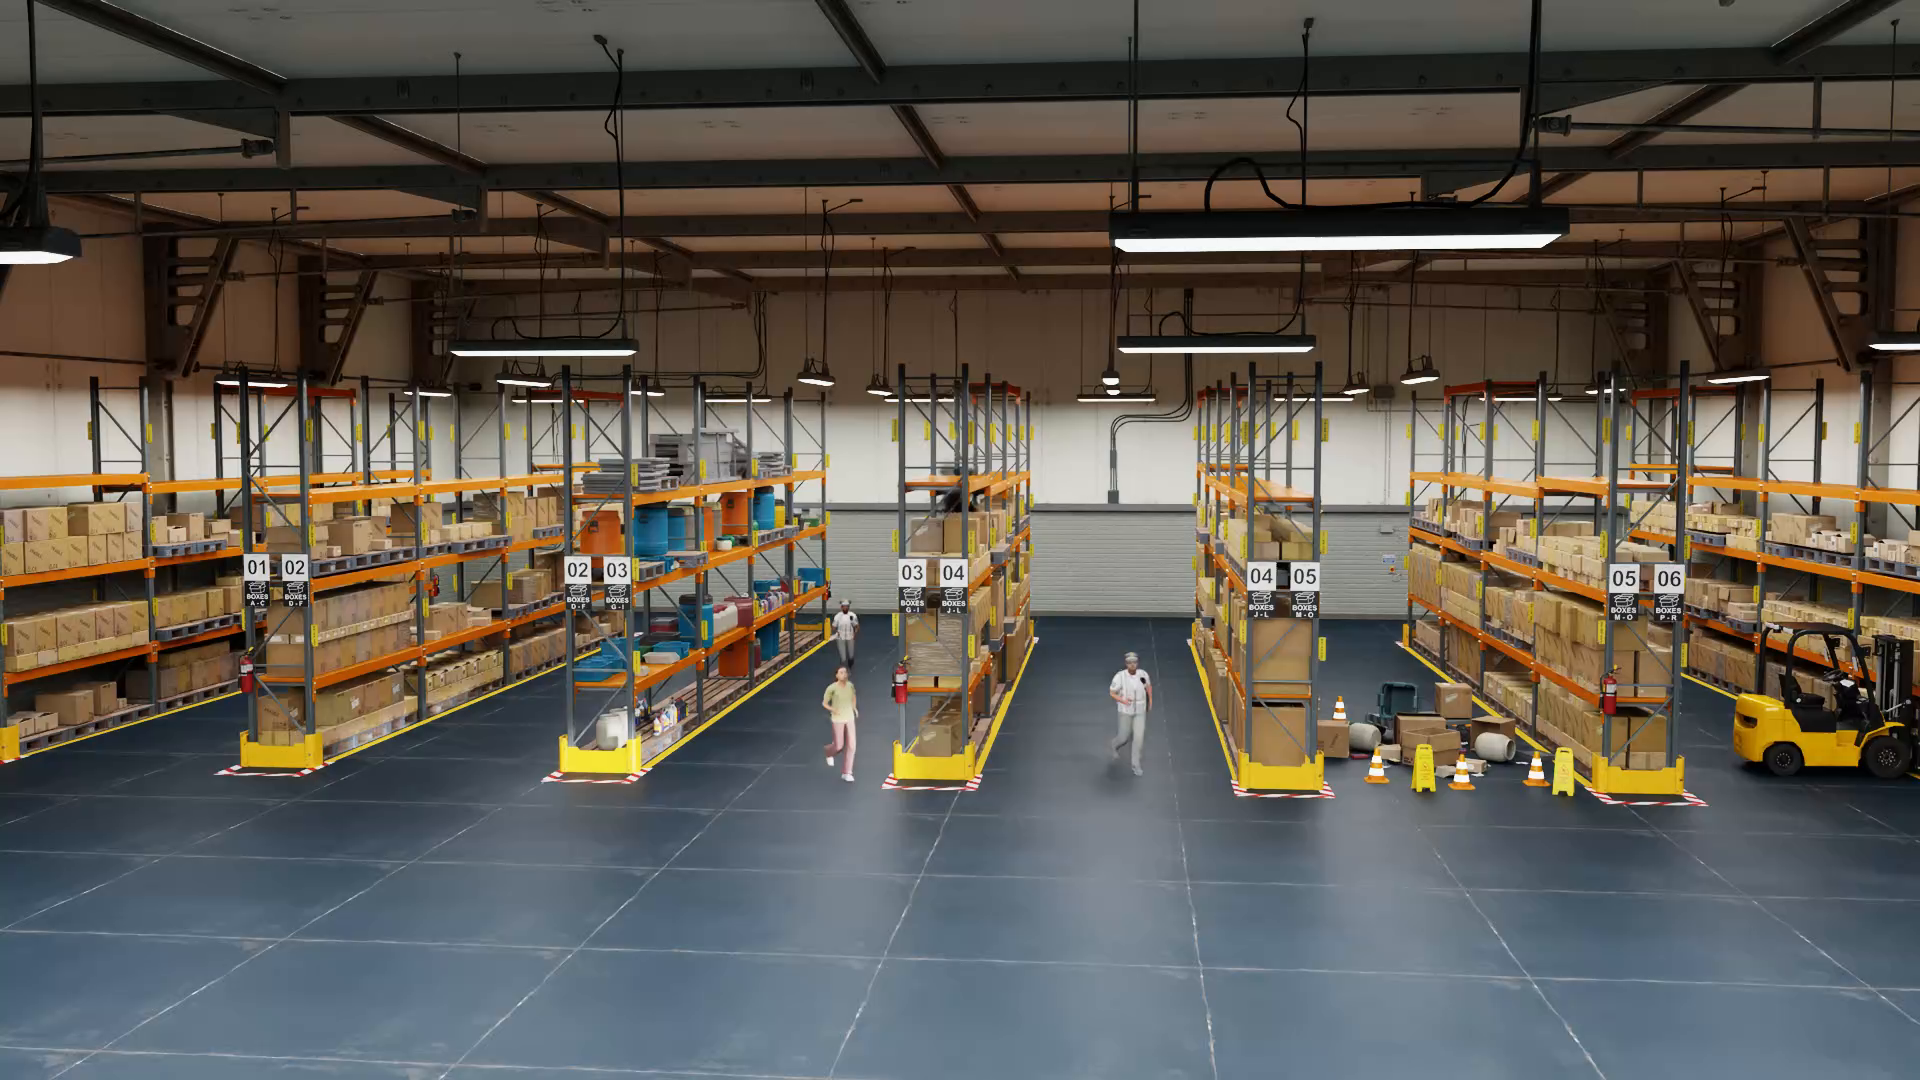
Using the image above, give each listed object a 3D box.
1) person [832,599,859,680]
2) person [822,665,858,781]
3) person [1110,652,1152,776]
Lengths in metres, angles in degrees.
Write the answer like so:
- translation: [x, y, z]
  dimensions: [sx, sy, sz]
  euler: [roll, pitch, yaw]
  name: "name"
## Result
- translation: [-2.305, 2.016, 33.611]
  dimensions: [0.569, 1.653, 0.569]
  euler: [0, 4, -7]
  name: "person"
- translation: [-1.715, 2.629, 24.149]
  dimensions: [0.578, 1.647, 0.841]
  euler: [-2, 4, -28]
  name: "person"
- translation: [2.543, 2.542, 24.705]
  dimensions: [0.672, 1.793, 0.918]
  euler: [-1, 4, -9]
  name: "person"
